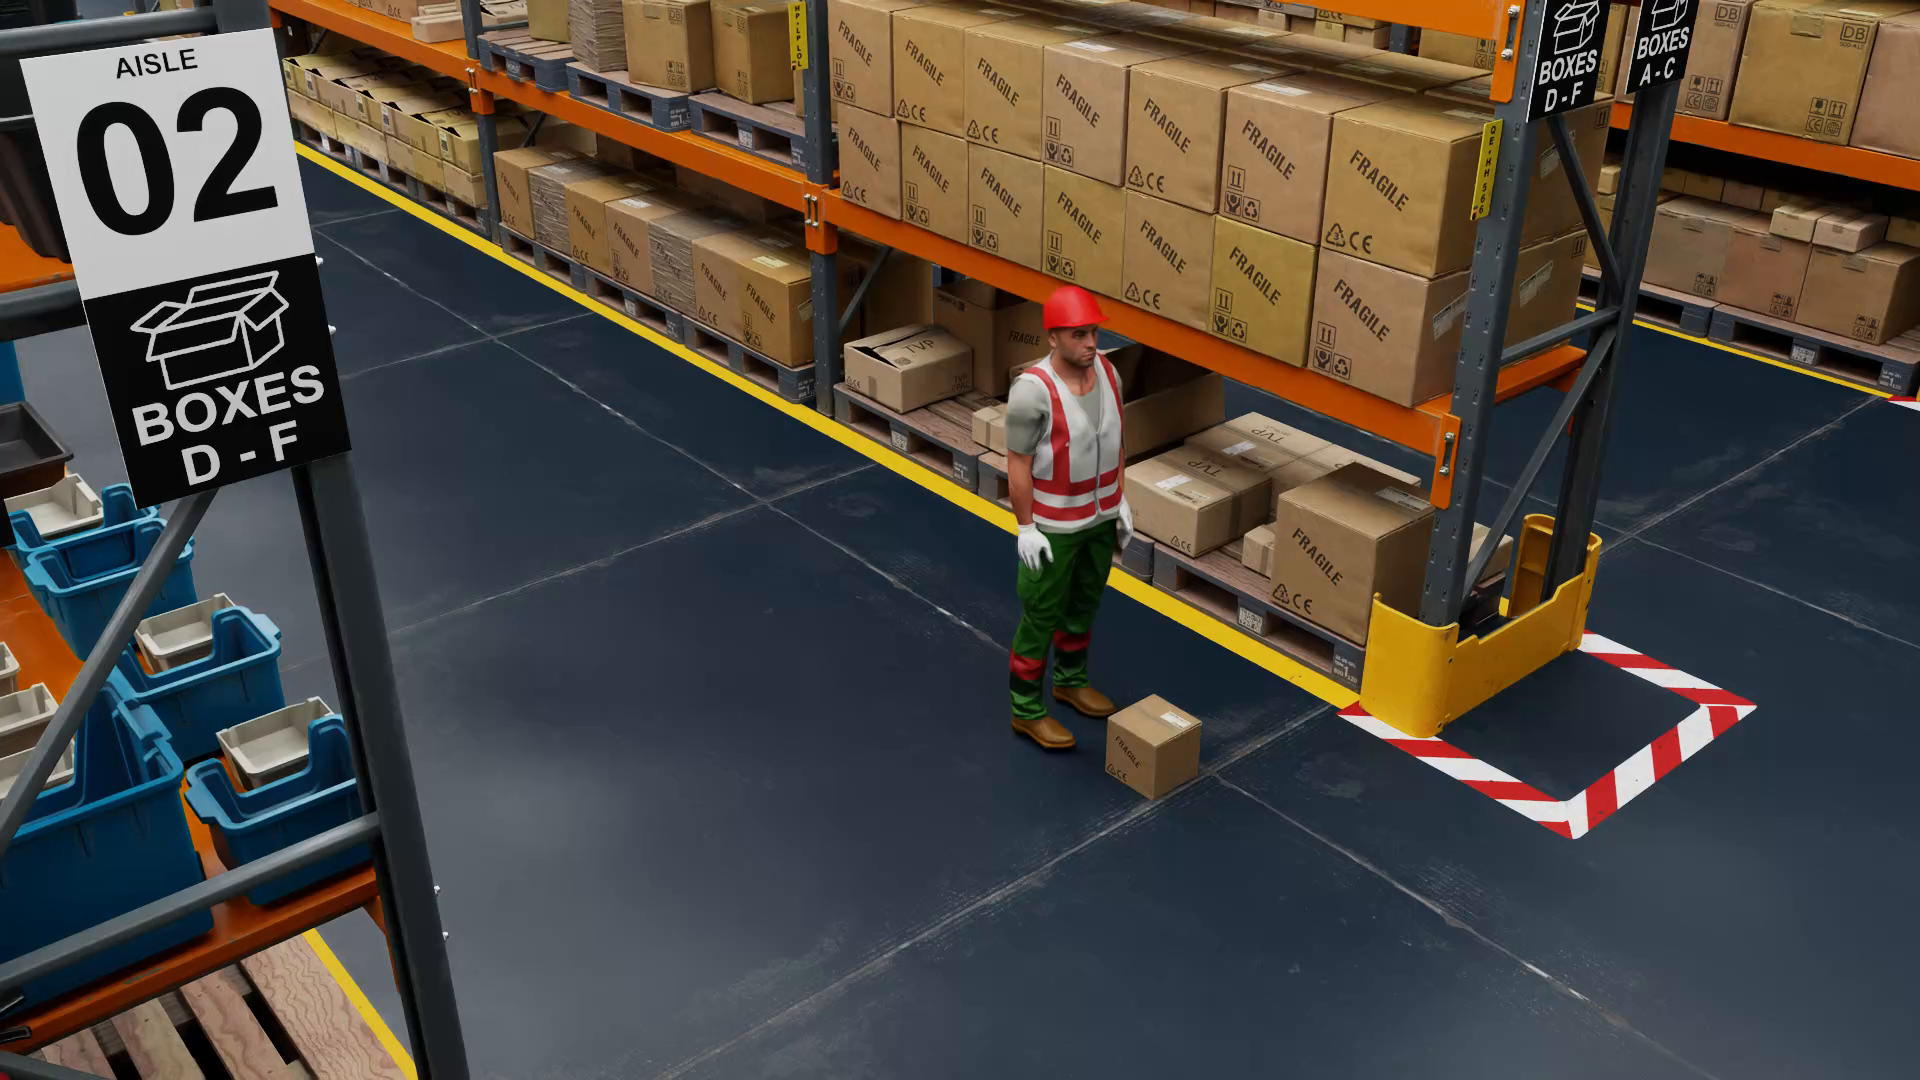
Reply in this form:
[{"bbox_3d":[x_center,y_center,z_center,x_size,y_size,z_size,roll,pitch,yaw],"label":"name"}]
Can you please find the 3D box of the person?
[{"bbox_3d":[0.426,-0.080,6.223,0.522,1.793,0.374,-21,34,-34],"label":"person"}]
